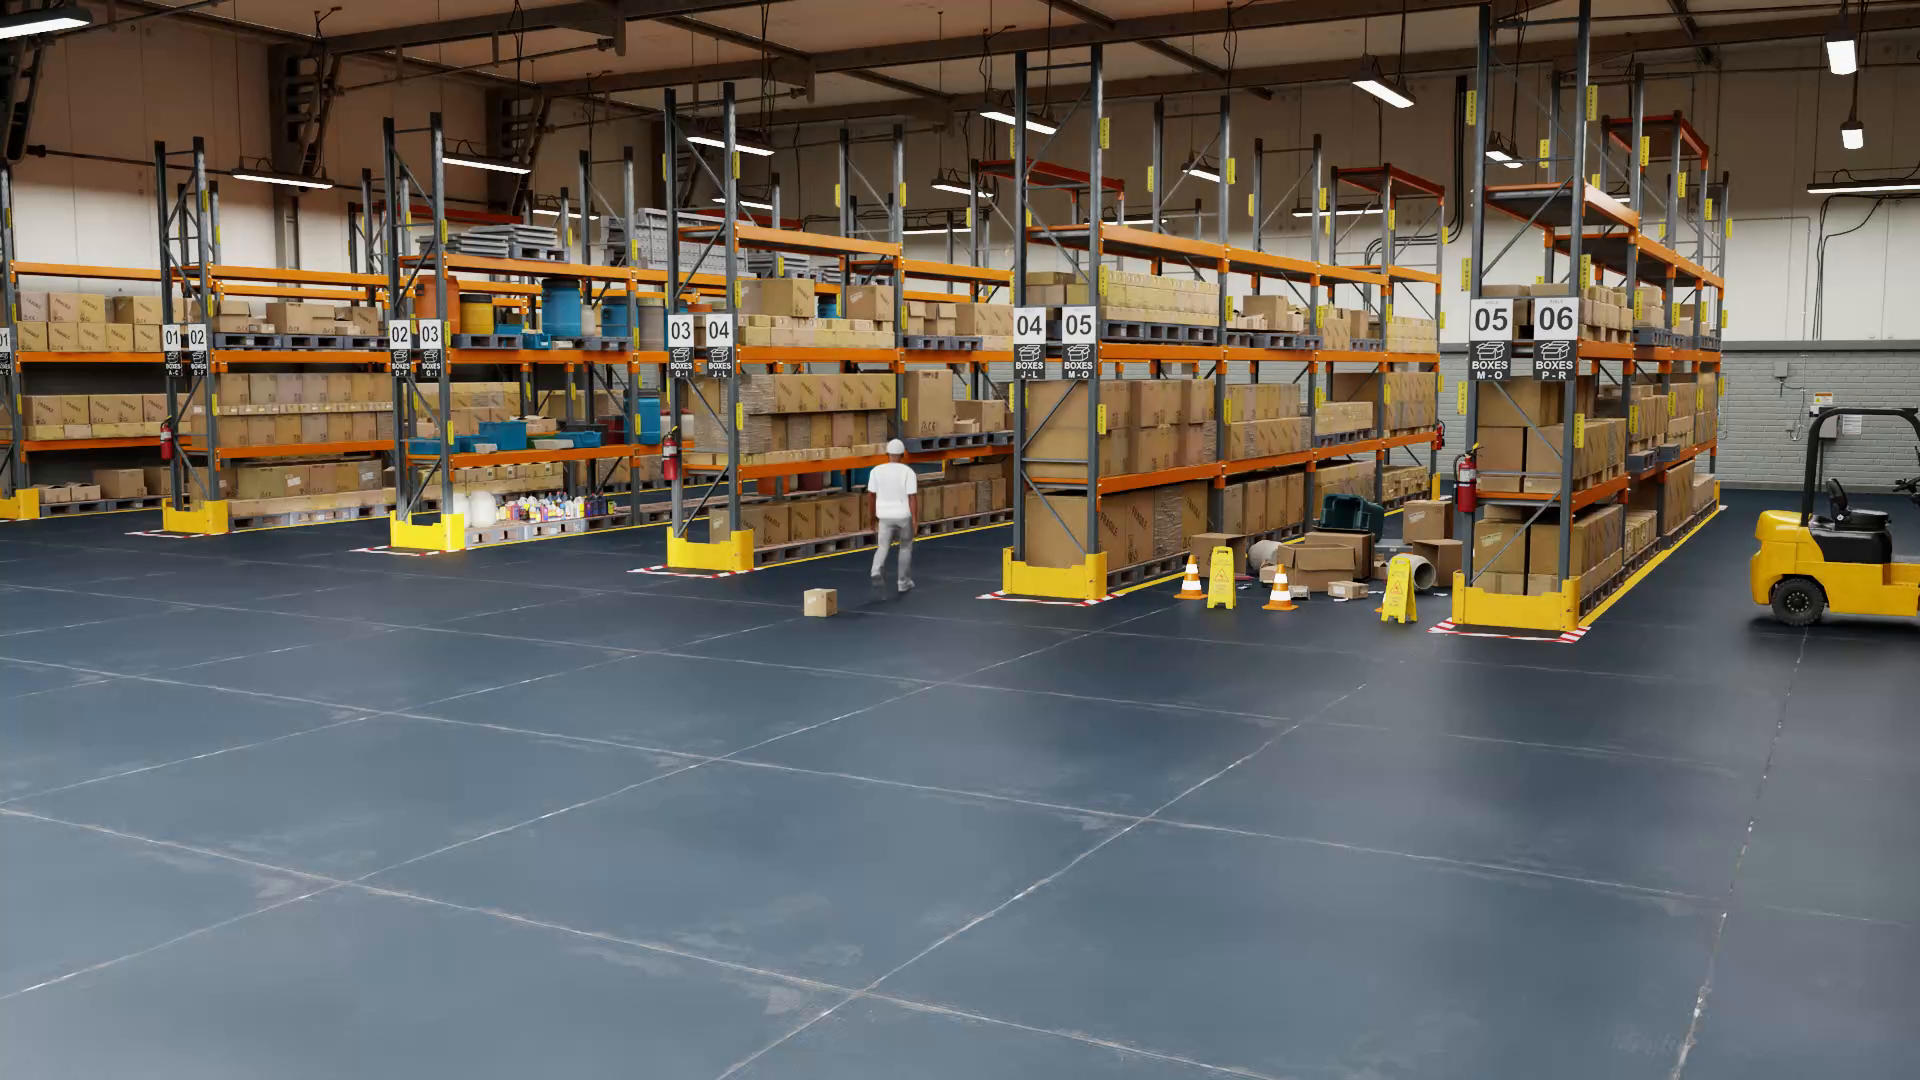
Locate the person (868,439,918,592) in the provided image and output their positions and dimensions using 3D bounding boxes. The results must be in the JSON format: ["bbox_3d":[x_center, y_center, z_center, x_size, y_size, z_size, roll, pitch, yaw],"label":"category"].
[{"bbox_3d":[-0.745,-0.264,18.568,0.591,1.732,0.906,1,6,10],"label":"person"}]
